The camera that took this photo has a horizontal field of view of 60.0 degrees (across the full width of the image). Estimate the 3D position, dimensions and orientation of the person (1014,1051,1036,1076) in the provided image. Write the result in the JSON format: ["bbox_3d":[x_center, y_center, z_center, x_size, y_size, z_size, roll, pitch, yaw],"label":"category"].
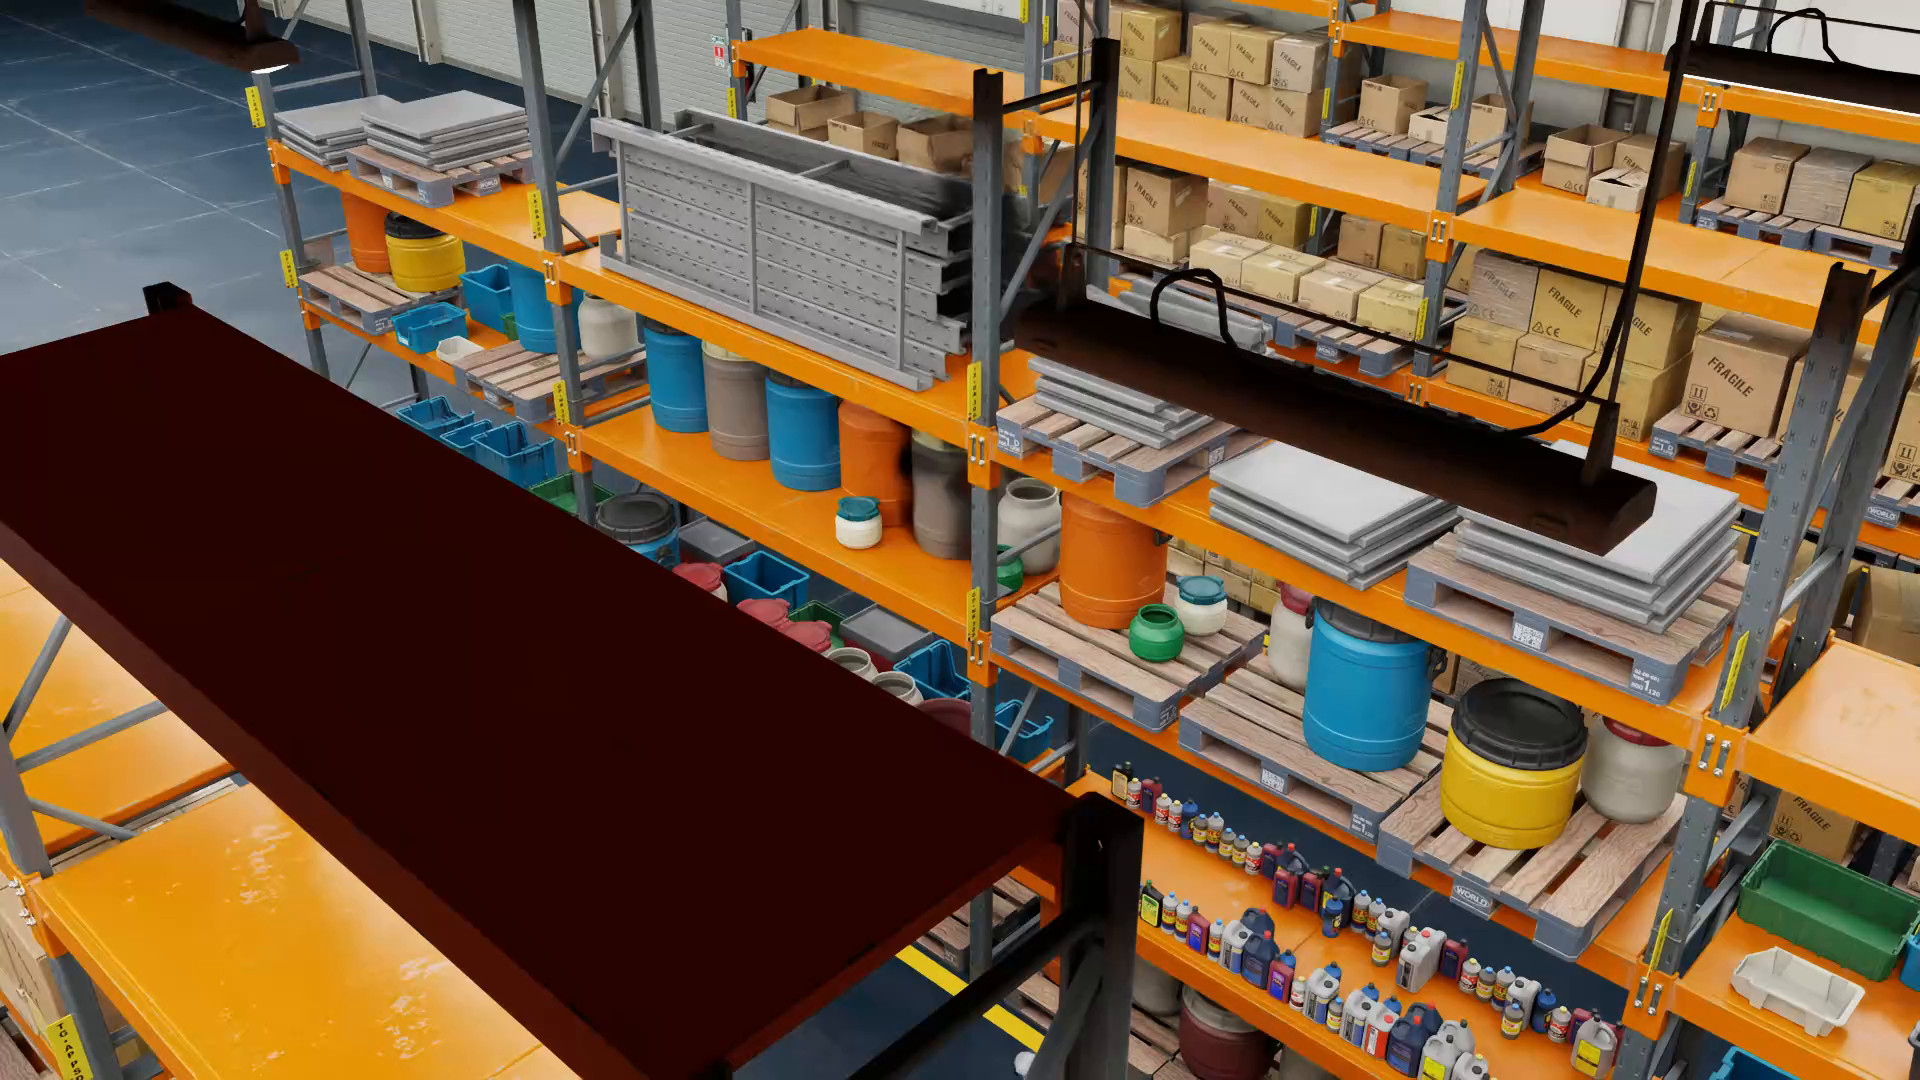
[{"bbox_3d":[0.390,3.246,8.551,0.534,1.624,0.600,19,34,30],"label":"person"}]
